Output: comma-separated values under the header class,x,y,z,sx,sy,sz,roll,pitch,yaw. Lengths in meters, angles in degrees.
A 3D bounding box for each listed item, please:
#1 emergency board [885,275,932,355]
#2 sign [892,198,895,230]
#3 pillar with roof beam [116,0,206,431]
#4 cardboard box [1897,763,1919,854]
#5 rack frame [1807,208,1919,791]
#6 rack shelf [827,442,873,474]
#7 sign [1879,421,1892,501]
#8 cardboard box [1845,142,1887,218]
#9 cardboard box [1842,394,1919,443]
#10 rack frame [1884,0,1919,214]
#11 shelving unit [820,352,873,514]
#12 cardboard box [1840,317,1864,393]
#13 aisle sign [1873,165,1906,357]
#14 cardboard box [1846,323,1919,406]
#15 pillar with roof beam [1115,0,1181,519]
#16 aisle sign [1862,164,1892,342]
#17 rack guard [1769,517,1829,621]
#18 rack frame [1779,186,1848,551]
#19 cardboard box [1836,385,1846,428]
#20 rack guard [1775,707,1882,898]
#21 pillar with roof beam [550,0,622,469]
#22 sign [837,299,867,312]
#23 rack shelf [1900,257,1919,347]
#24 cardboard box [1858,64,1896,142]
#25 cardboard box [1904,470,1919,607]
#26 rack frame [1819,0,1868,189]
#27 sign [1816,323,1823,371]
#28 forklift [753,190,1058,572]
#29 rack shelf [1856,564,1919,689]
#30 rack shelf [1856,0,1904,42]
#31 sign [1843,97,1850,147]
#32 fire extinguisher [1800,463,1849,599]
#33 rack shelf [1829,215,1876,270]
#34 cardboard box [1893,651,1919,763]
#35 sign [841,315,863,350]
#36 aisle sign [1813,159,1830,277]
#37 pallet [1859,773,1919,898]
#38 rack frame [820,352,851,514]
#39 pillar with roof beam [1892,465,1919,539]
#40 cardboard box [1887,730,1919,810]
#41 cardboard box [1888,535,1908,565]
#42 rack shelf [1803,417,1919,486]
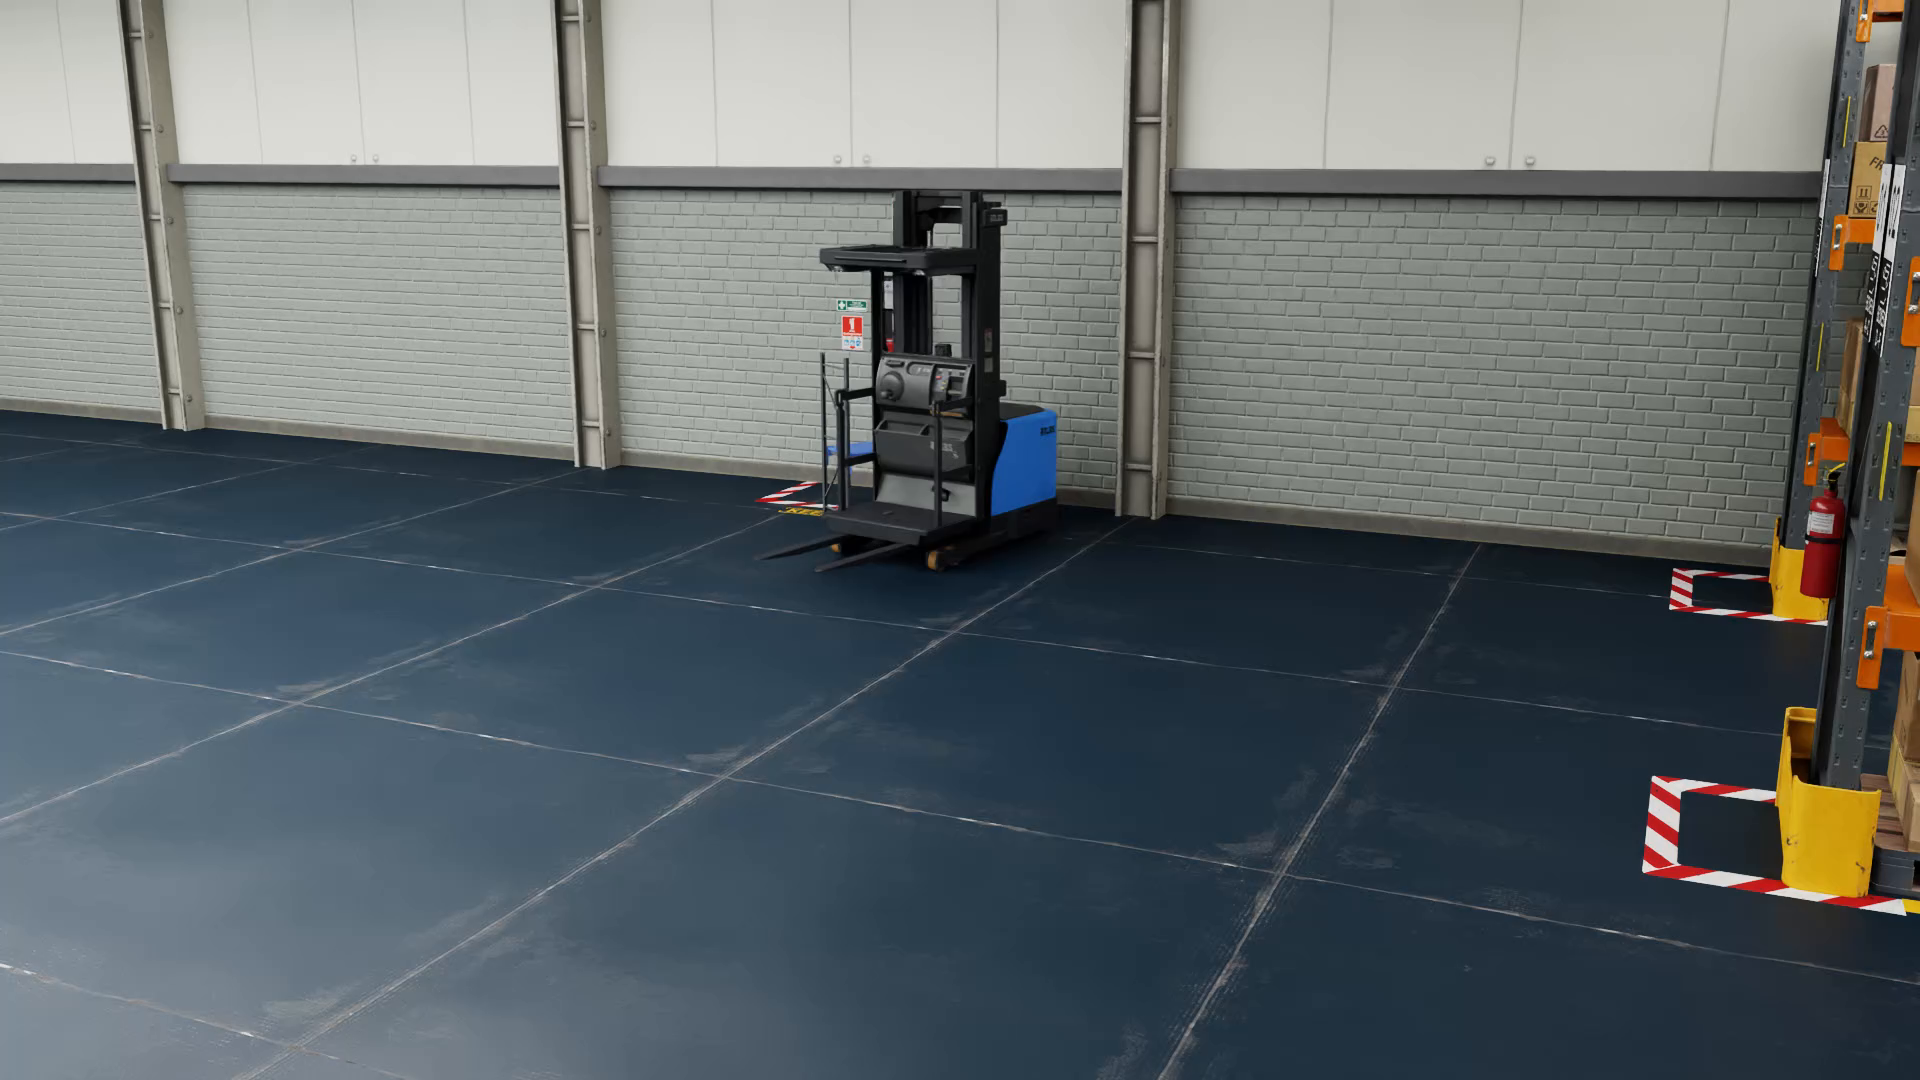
class,x,y,z,sx,sy,sz,roll,pitch,yaw
emergency board,-0.587,-1.932,15.924,0.643,1.169,0.194,6,14,23
sign,-0.554,-3.082,15.751,0.199,0.298,0.001,6,14,23
pillar with roof beam,-11.058,-4.828,15.130,0.400,9.000,9.100,6,14,23
cardboard box,4.550,1.241,7.501,0.500,0.250,0.500,6,14,23
rack frame,4.149,0.010,7.644,0.127,3.000,1.000,6,14,23
rack shelf,-0.671,-0.778,15.073,1.000,0.185,0.538,-8,15,-30
sign,3.919,-0.334,7.045,0.005,0.325,0.100,6,14,23
cardboard box,6.357,-2.460,11.345,0.500,0.500,0.500,6,15,25
cardboard box,6.470,-0.850,11.595,0.500,0.250,0.500,5,14,22
rack frame,4.149,-2.910,6.959,0.127,3.000,1.000,6,14,23
shelving unit,-0.671,-0.953,15.032,1.048,1.500,0.538,-8,15,-30
cardboard box,6.670,-1.327,11.988,0.500,0.500,0.500,6,14,23
aisle sign,3.965,-1.197,7.101,0.004,0.787,0.394,6,14,23
cardboard box,6.467,-1.219,11.529,0.500,0.500,0.500,6,14,23
pillar with roof beam,-0.087,-3.717,10.398,0.400,9.000,9.100,6,14,23
aisle sign,4.208,-1.323,7.635,0.004,0.787,0.394,6,14,23
rack guard,6.222,0.199,12.311,0.348,0.500,1.175,6,14,23
rack frame,6.152,-1.025,12.055,0.127,3.000,1.000,6,14,23
cardboard box,6.658,-0.959,12.058,0.500,0.250,0.500,6,14,24
rack guard,4.127,1.225,7.939,0.348,0.500,1.175,6,14,23
pillar with roof beam,-5.572,-4.272,12.764,0.400,9.000,9.100,6,14,23
sign,-1.050,-2.278,16.159,0.331,0.109,0.001,6,14,23
rack shelf,5.978,-0.915,6.595,4.000,0.370,1.077,6,14,23
cardboard box,6.406,-2.944,11.217,0.500,0.500,0.500,5,14,19
cardboard box,4.571,0.008,7.438,0.500,0.500,0.700,6,14,23
rack frame,6.152,-3.945,11.370,0.127,3.000,1.000,6,14,23
sign,5.933,-1.333,11.473,0.005,0.325,0.100,6,14,23
forklift,-0.418,-1.302,13.390,1.130,2.935,3.031,9,16,35
rack shelf,5.978,0.546,6.938,4.000,0.370,1.077,6,14,23
rack shelf,7.981,-3.408,10.664,4.000,0.370,1.077,6,14,23
sign,5.933,-2.797,11.130,0.005,0.325,0.100,6,14,23
fire extinguisher,4.229,-0.060,8.113,0.183,0.674,0.296,6,14,23
rack shelf,7.981,-1.950,11.006,4.000,0.370,1.077,6,14,23
cardboard box,4.760,0.767,7.878,0.500,0.500,0.500,6,14,23
sign,-1.051,-2.022,16.229,0.234,0.329,0.001,6,14,23
aisle sign,5.965,-2.234,11.520,0.004,0.787,0.394,6,14,23
pallet,4.866,1.430,7.699,1.213,0.211,1.003,6,14,23
rack frame,-1.106,-0.893,14.775,0.032,1.500,0.500,-8,15,-30
pillar with roof beam,5.399,-3.162,8.032,0.400,9.000,9.100,6,14,23
cardboard box,4.759,1.132,7.962,0.500,0.250,0.500,6,14,23
cardboard box,6.749,0.153,11.959,0.500,0.311,0.500,4,14,17
rack shelf,7.981,-0.489,11.349,4.000,0.370,1.077,6,14,23
